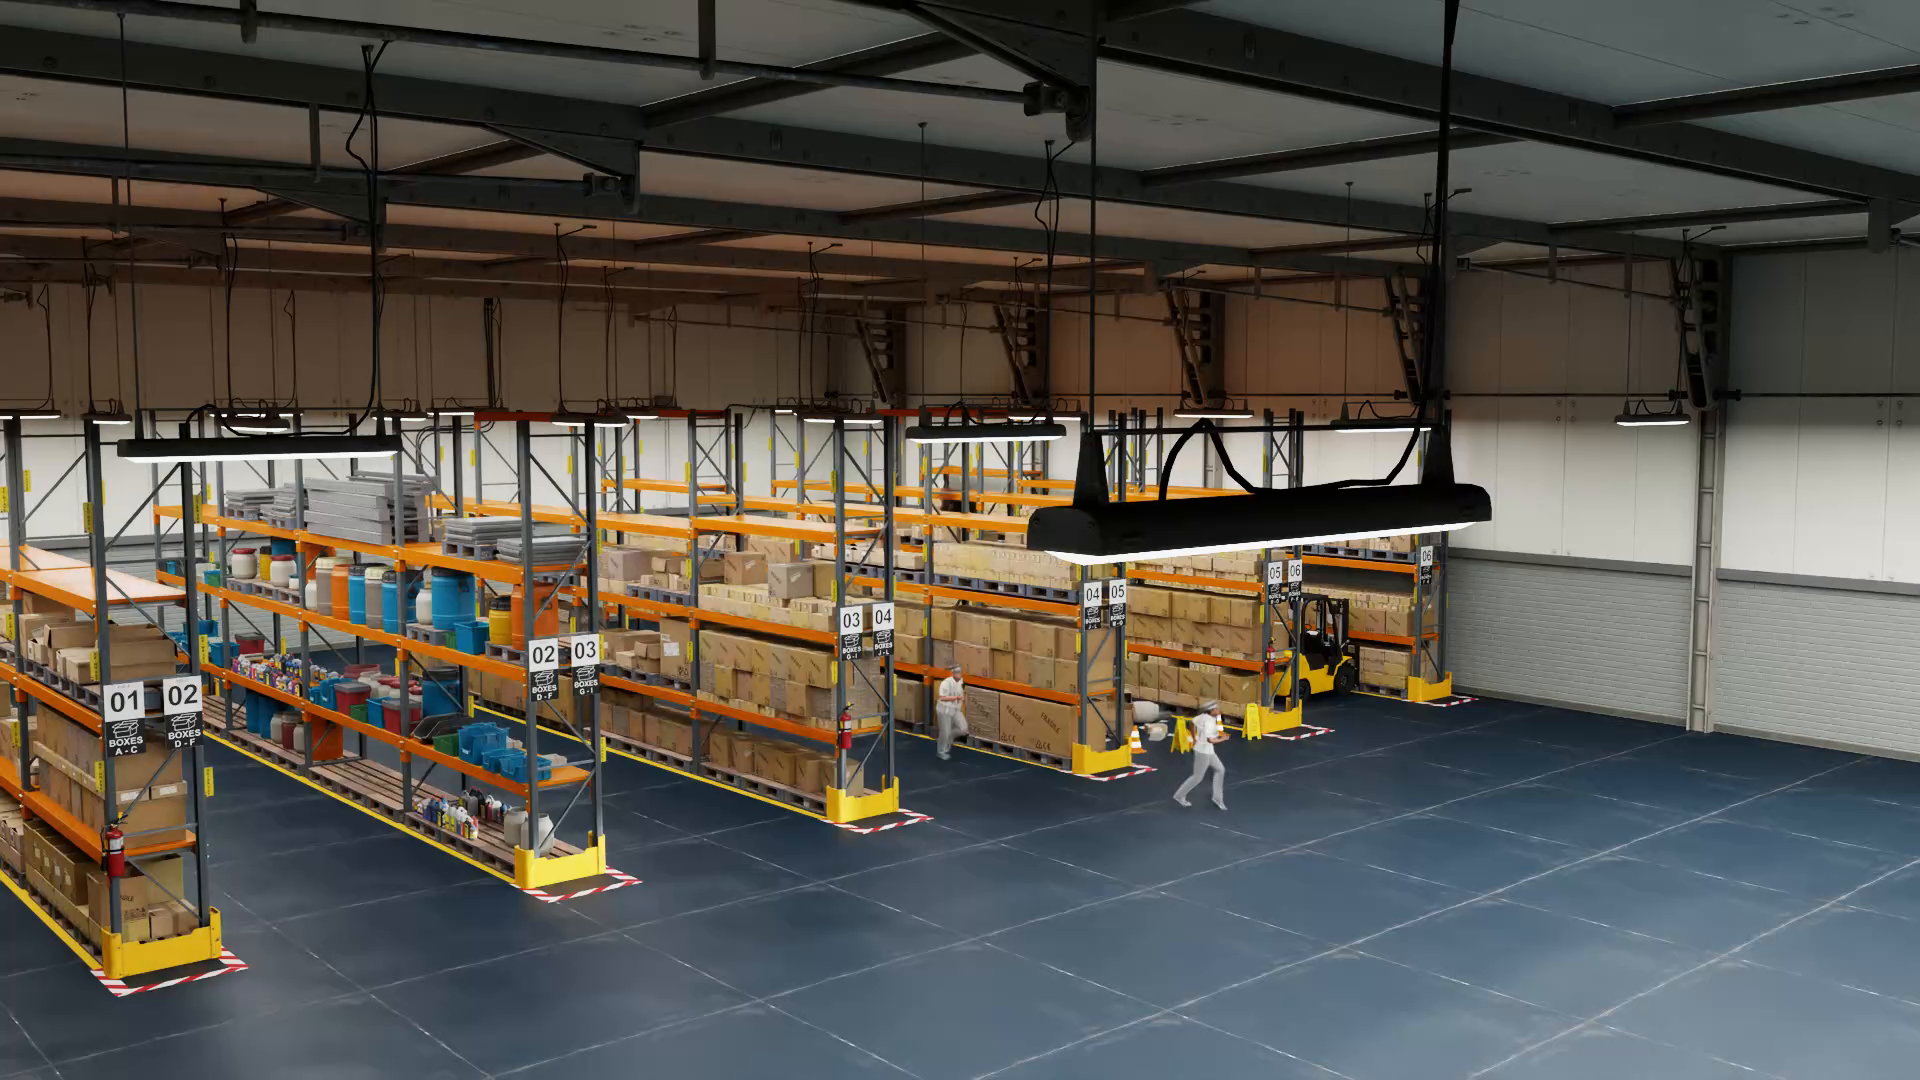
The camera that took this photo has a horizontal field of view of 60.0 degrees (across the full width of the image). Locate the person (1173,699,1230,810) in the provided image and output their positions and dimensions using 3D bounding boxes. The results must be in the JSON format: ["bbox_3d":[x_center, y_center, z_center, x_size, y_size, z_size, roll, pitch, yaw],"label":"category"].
[{"bbox_3d":[3.678,3.277,25.343,0.845,1.734,0.599,0,5,5],"label":"person"}]

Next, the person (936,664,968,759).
[{"bbox_3d":[-0.116,2.952,28.668,0.653,1.704,0.786,-5,7,-42],"label":"person"}]
